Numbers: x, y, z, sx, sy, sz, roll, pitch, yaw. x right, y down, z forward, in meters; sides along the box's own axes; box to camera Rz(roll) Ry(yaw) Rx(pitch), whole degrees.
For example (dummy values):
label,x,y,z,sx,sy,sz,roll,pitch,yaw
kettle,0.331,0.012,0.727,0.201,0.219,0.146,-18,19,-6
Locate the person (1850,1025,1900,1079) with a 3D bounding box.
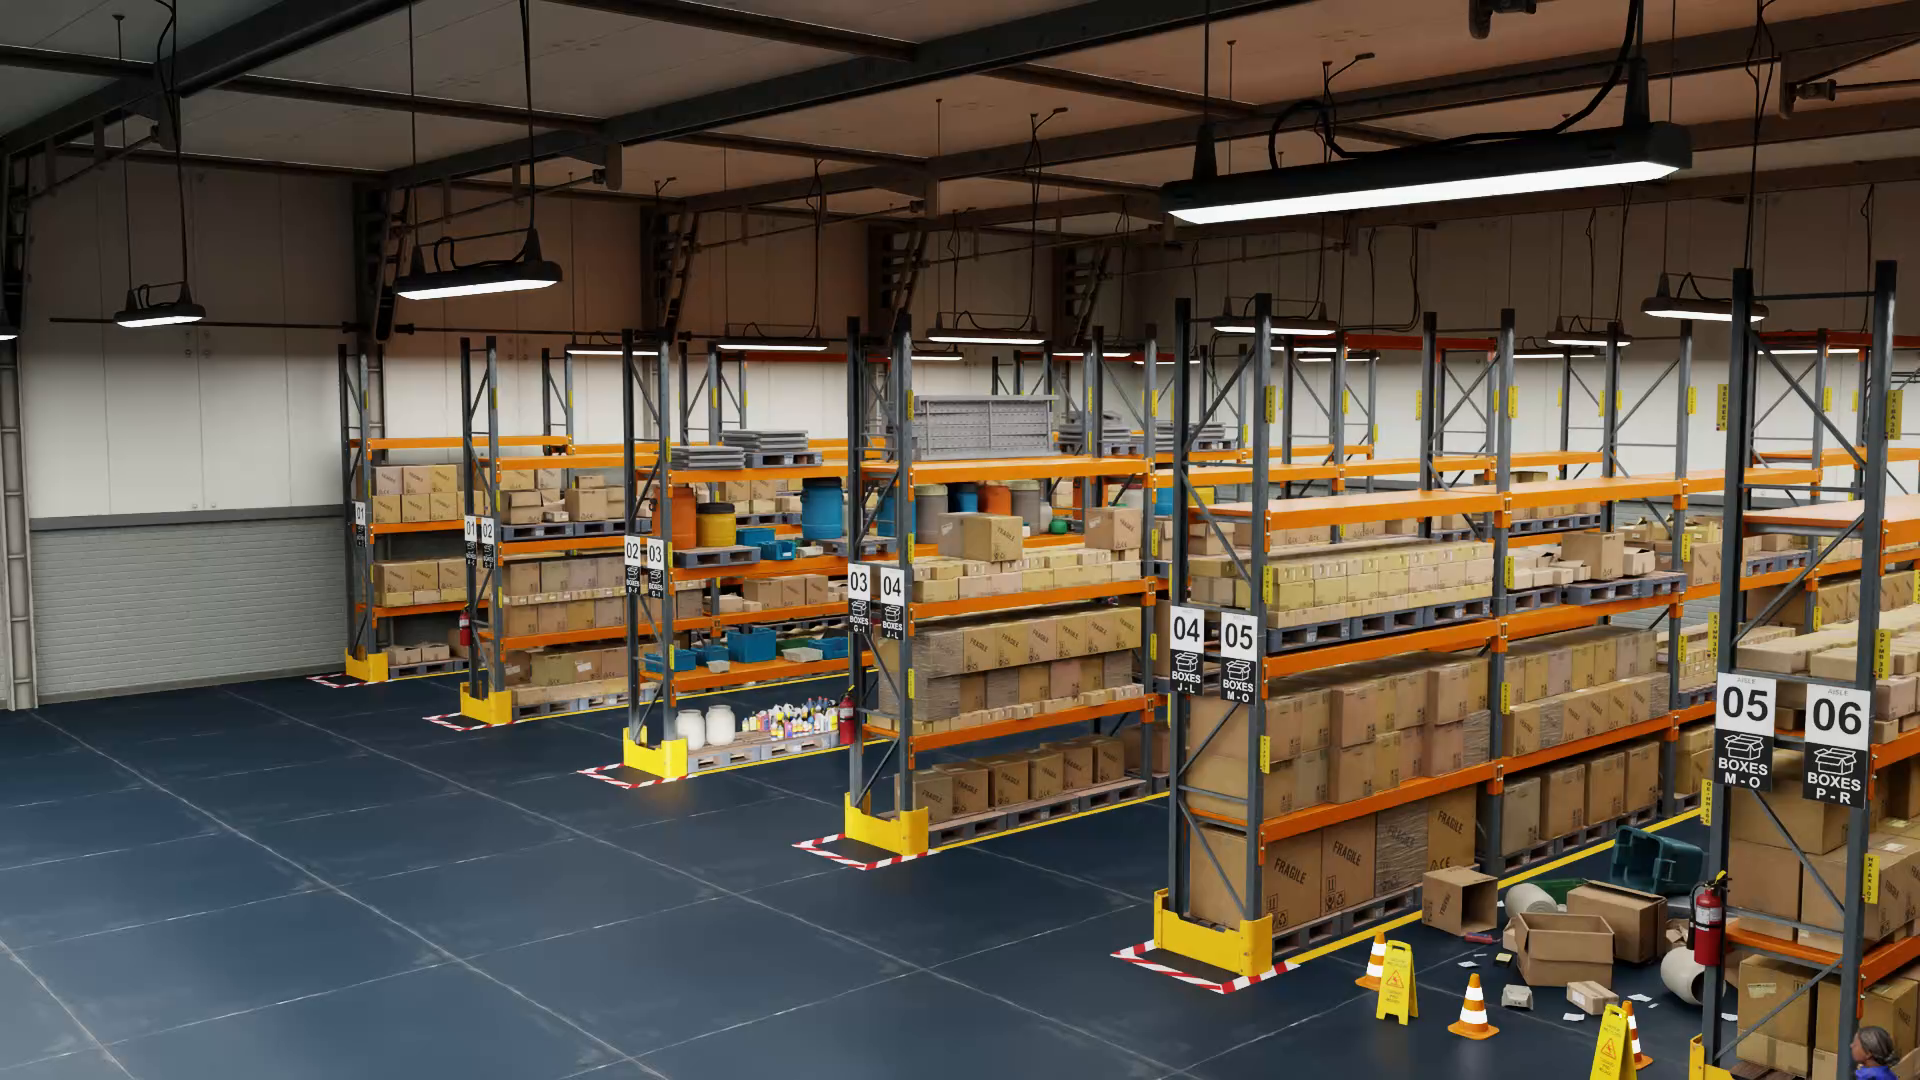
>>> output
label,x,y,z,sx,sy,sz,roll,pitch,yaw
person,5.067,3.507,9.209,0.629,1.650,0.447,3,6,33
